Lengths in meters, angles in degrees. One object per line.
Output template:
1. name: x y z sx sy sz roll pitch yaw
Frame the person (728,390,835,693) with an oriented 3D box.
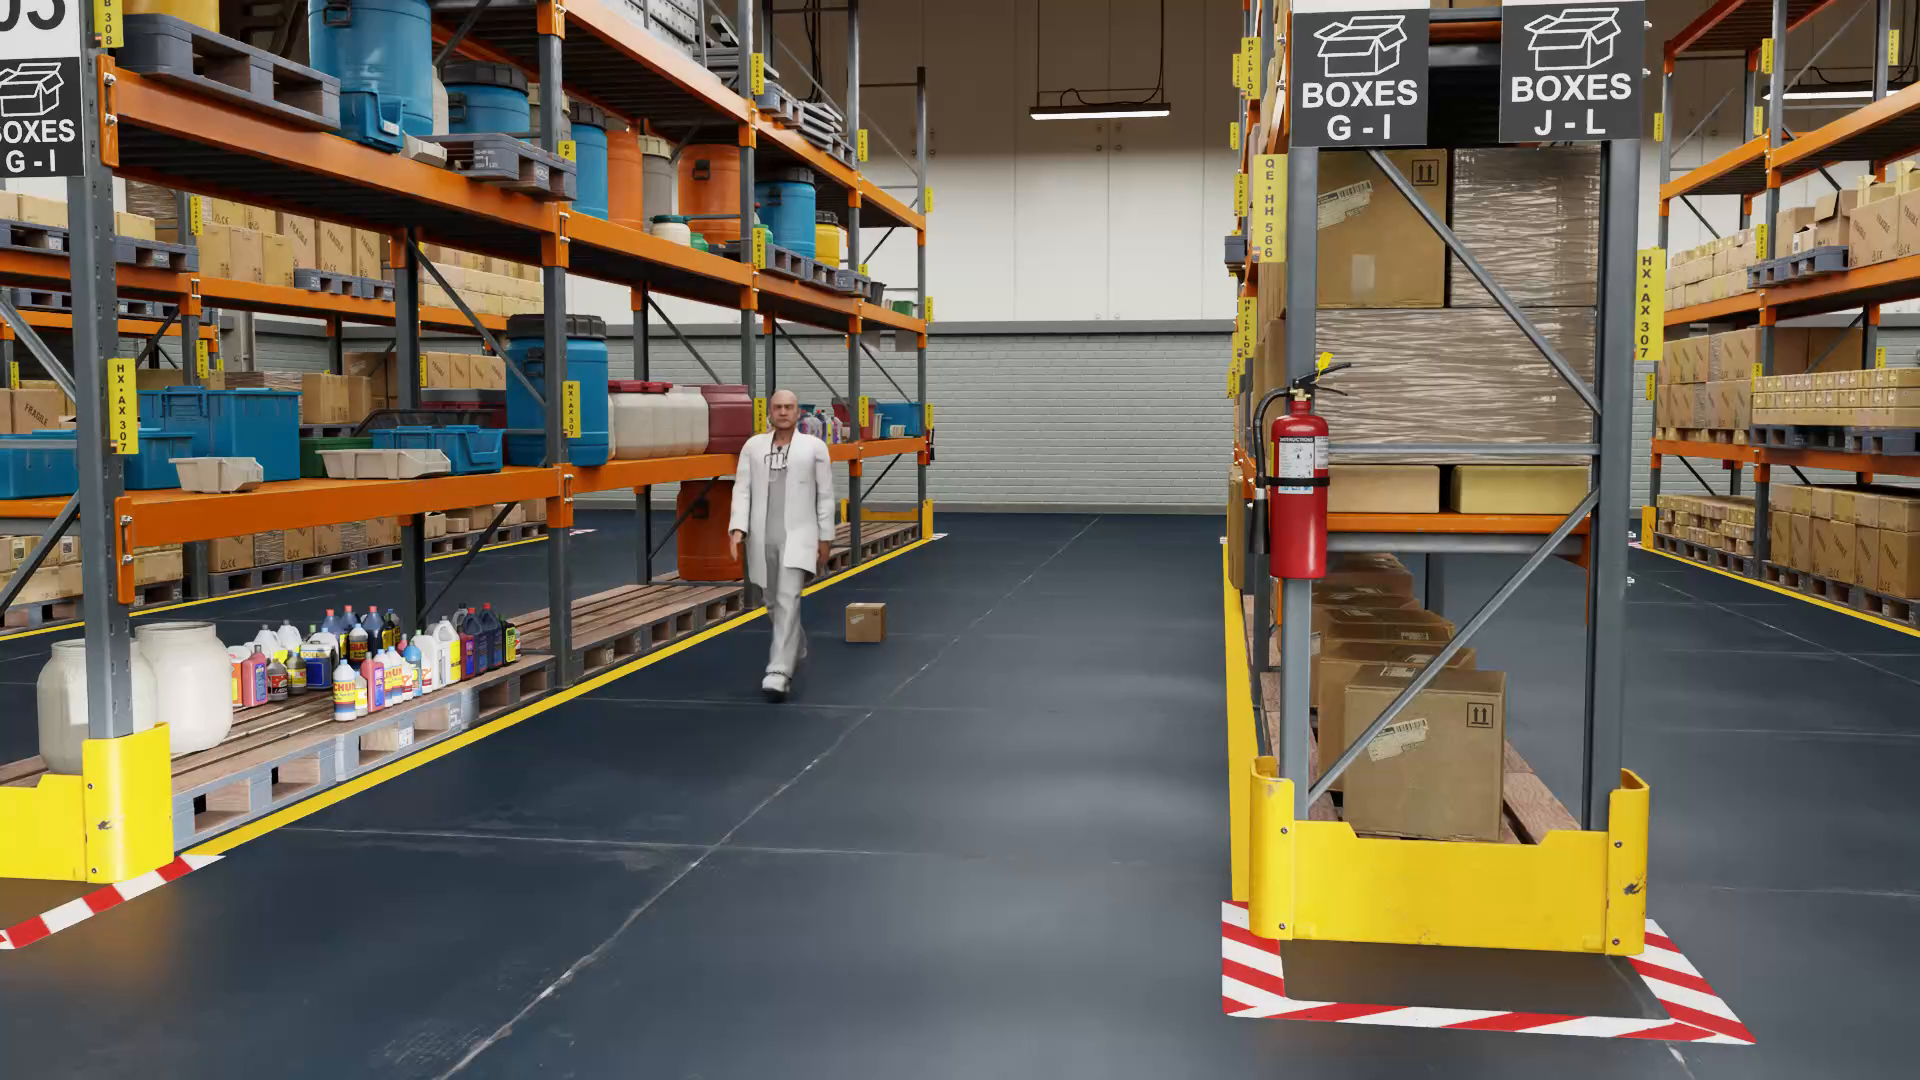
1. person: -1.050 -0.012 9.712 0.576 1.726 1.151 1 4 12
